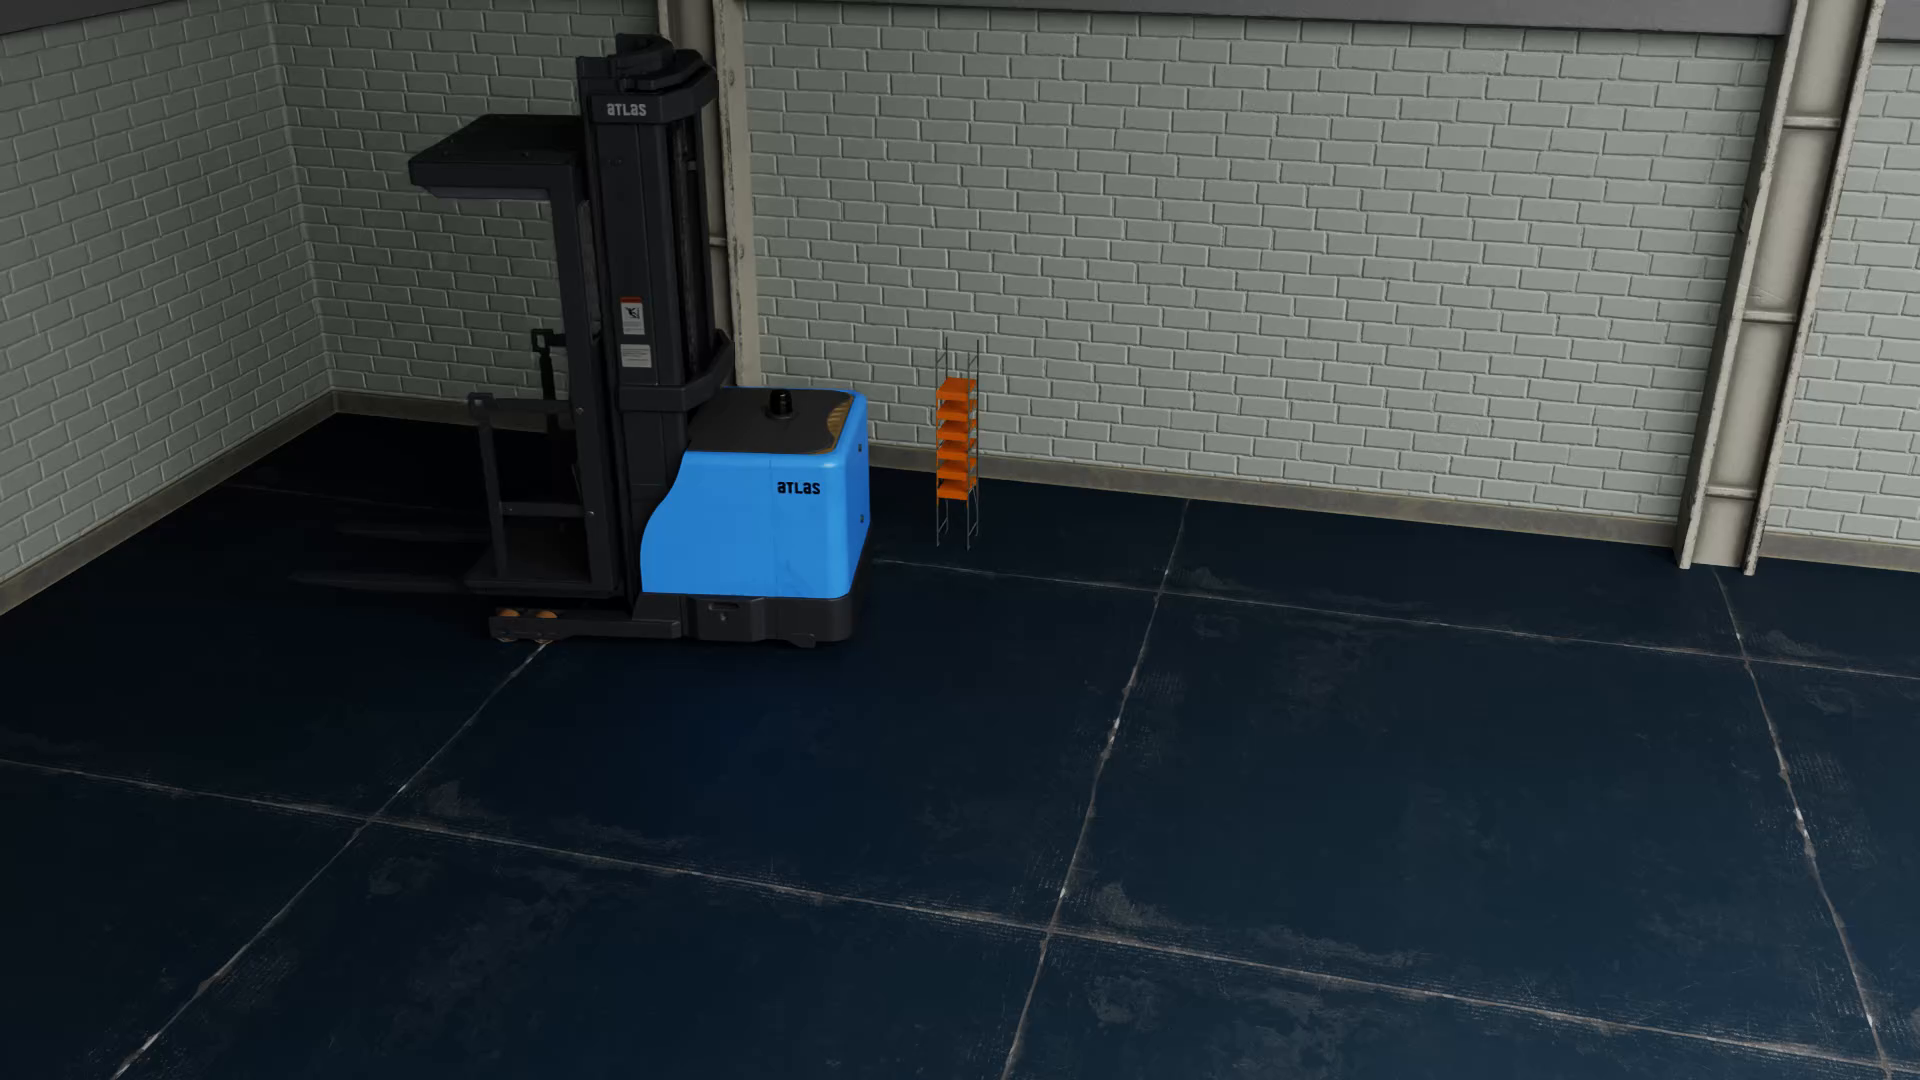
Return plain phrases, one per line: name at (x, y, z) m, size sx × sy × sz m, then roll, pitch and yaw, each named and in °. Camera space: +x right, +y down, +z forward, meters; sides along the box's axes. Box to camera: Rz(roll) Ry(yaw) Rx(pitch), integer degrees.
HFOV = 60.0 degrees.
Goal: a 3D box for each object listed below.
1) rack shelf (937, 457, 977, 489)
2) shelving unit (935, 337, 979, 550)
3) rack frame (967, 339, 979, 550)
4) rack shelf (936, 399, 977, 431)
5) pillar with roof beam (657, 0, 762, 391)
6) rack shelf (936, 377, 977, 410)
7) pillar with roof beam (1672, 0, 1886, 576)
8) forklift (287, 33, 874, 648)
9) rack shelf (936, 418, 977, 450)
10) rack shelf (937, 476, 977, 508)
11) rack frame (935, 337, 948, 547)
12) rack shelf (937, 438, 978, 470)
rack shelf at (-0.014, -0.395, 9.566) m, size 0.180 × 0.103 × 0.258 m, roll 6°, pitch 26°, yaw 13°
shelving unit at (-0.014, -0.543, 9.495) m, size 0.189 × 1.200 × 0.258 m, roll 6°, pitch 26°, yaw 13°
rack frame at (0.075, -0.533, 9.475) m, size 0.006 × 1.200 × 0.240 m, roll 6°, pitch 26°, yaw 13°
rack shelf at (-0.014, -0.720, 9.411) m, size 0.180 × 0.103 × 0.258 m, roll 6°, pitch 26°, yaw 13°
pillar with roof beam at (-2.581, -2.799, 5.160) m, size 0.400 × 9.000 × 9.100 m, roll 6°, pitch 26°, yaw 13°
rack shelf at (-0.014, -0.828, 9.360) m, size 0.180 × 0.103 × 0.258 m, roll 6°, pitch 26°, yaw 13°
pillar with roof beam at (3.230, -2.156, 3.811) m, size 0.400 × 9.000 × 9.100 m, roll 6°, pitch 26°, yaw 13°
forklift at (-2.029, -1.010, 8.462) m, size 3.031 × 2.935 × 1.130 m, roll 2°, pitch 26°, yaw 4°
rack shelf at (-0.014, -0.612, 9.463) m, size 0.180 × 0.103 × 0.258 m, roll 6°, pitch 26°, yaw 13°
rack shelf at (-0.014, -0.286, 9.618) m, size 0.180 × 0.103 × 0.258 m, roll 6°, pitch 26°, yaw 13°
rack frame at (-0.103, -0.553, 9.516) m, size 0.006 × 1.200 × 0.240 m, roll 6°, pitch 26°, yaw 13°
rack shelf at (-0.014, -0.503, 9.514) m, size 0.180 × 0.103 × 0.258 m, roll 6°, pitch 26°, yaw 13°
